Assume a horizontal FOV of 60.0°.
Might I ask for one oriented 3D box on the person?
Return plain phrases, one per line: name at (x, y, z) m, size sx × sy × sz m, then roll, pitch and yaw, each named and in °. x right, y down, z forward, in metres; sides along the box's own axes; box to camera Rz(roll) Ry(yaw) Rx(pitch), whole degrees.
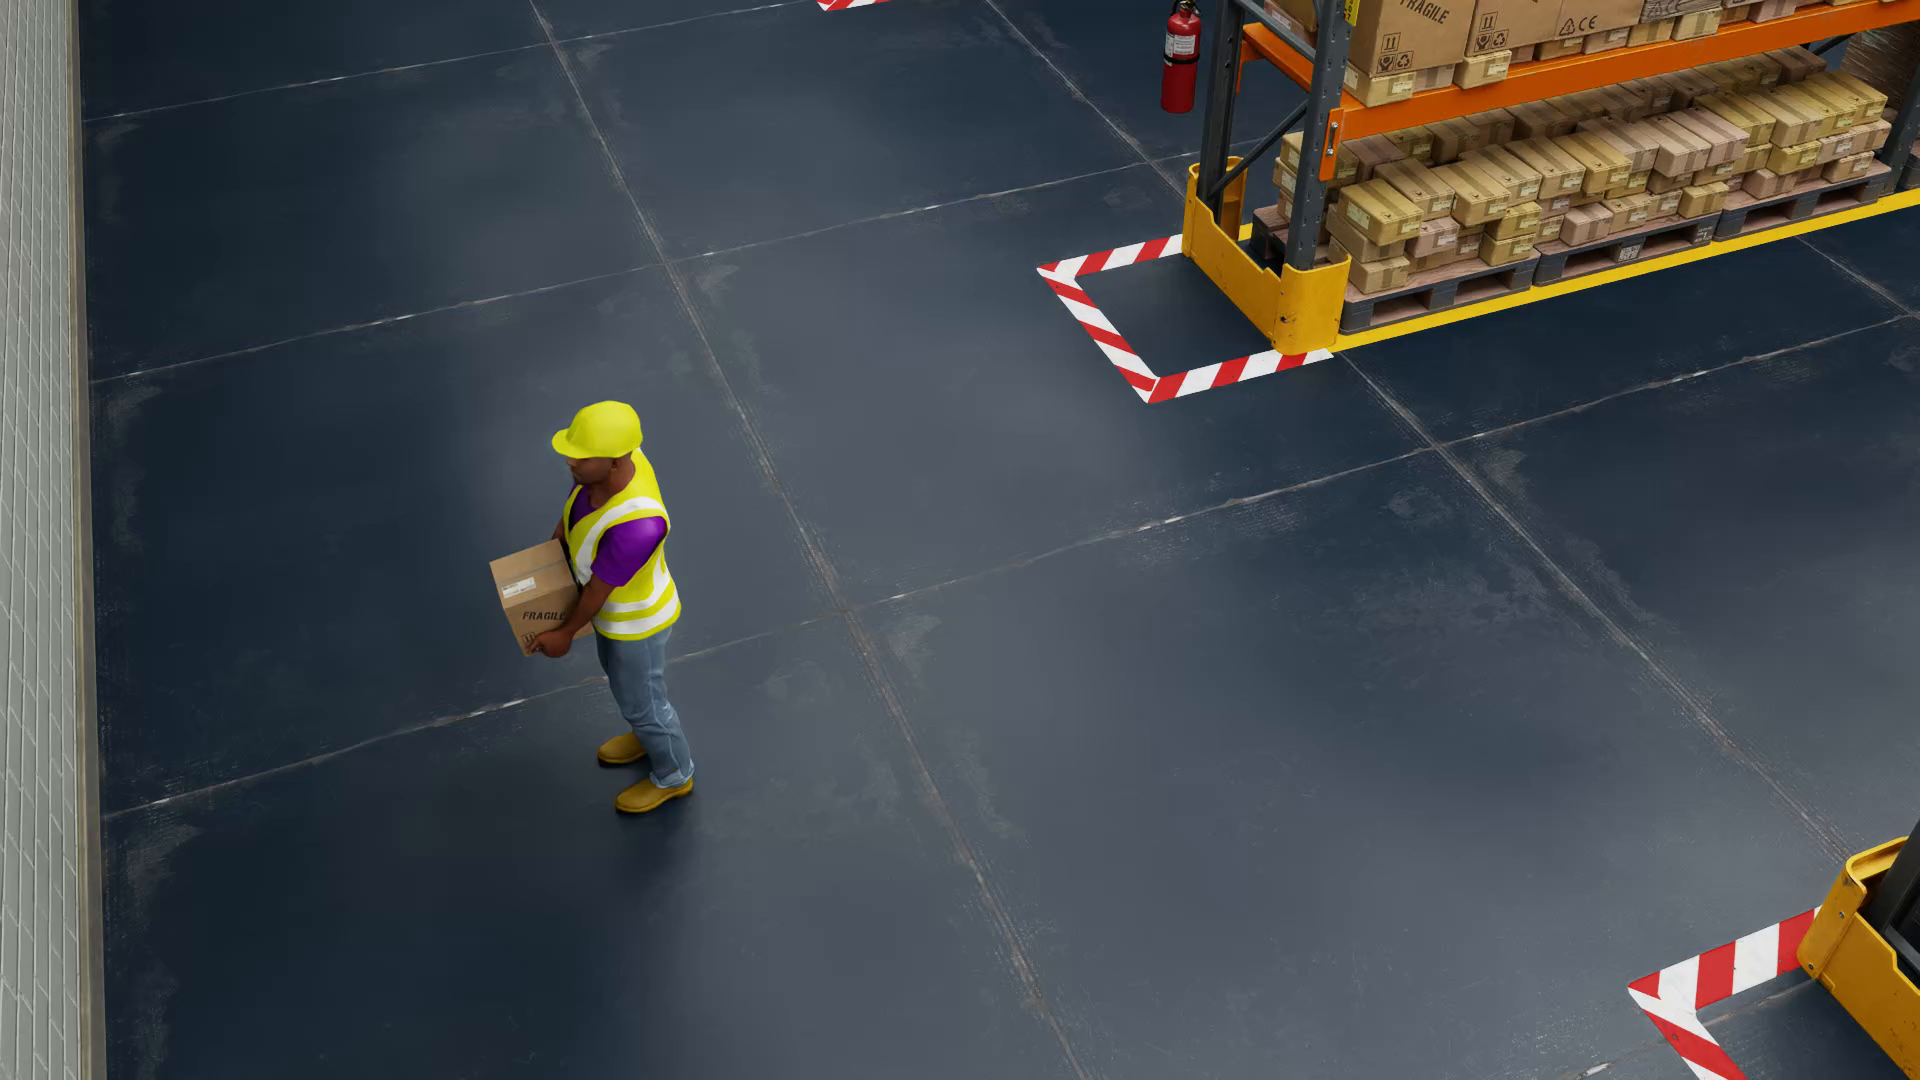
person at (-1.266, 0.265, 5.843) m, size 0.559 × 1.763 × 0.505 m, roll -15°, pitch 44°, yaw -17°
